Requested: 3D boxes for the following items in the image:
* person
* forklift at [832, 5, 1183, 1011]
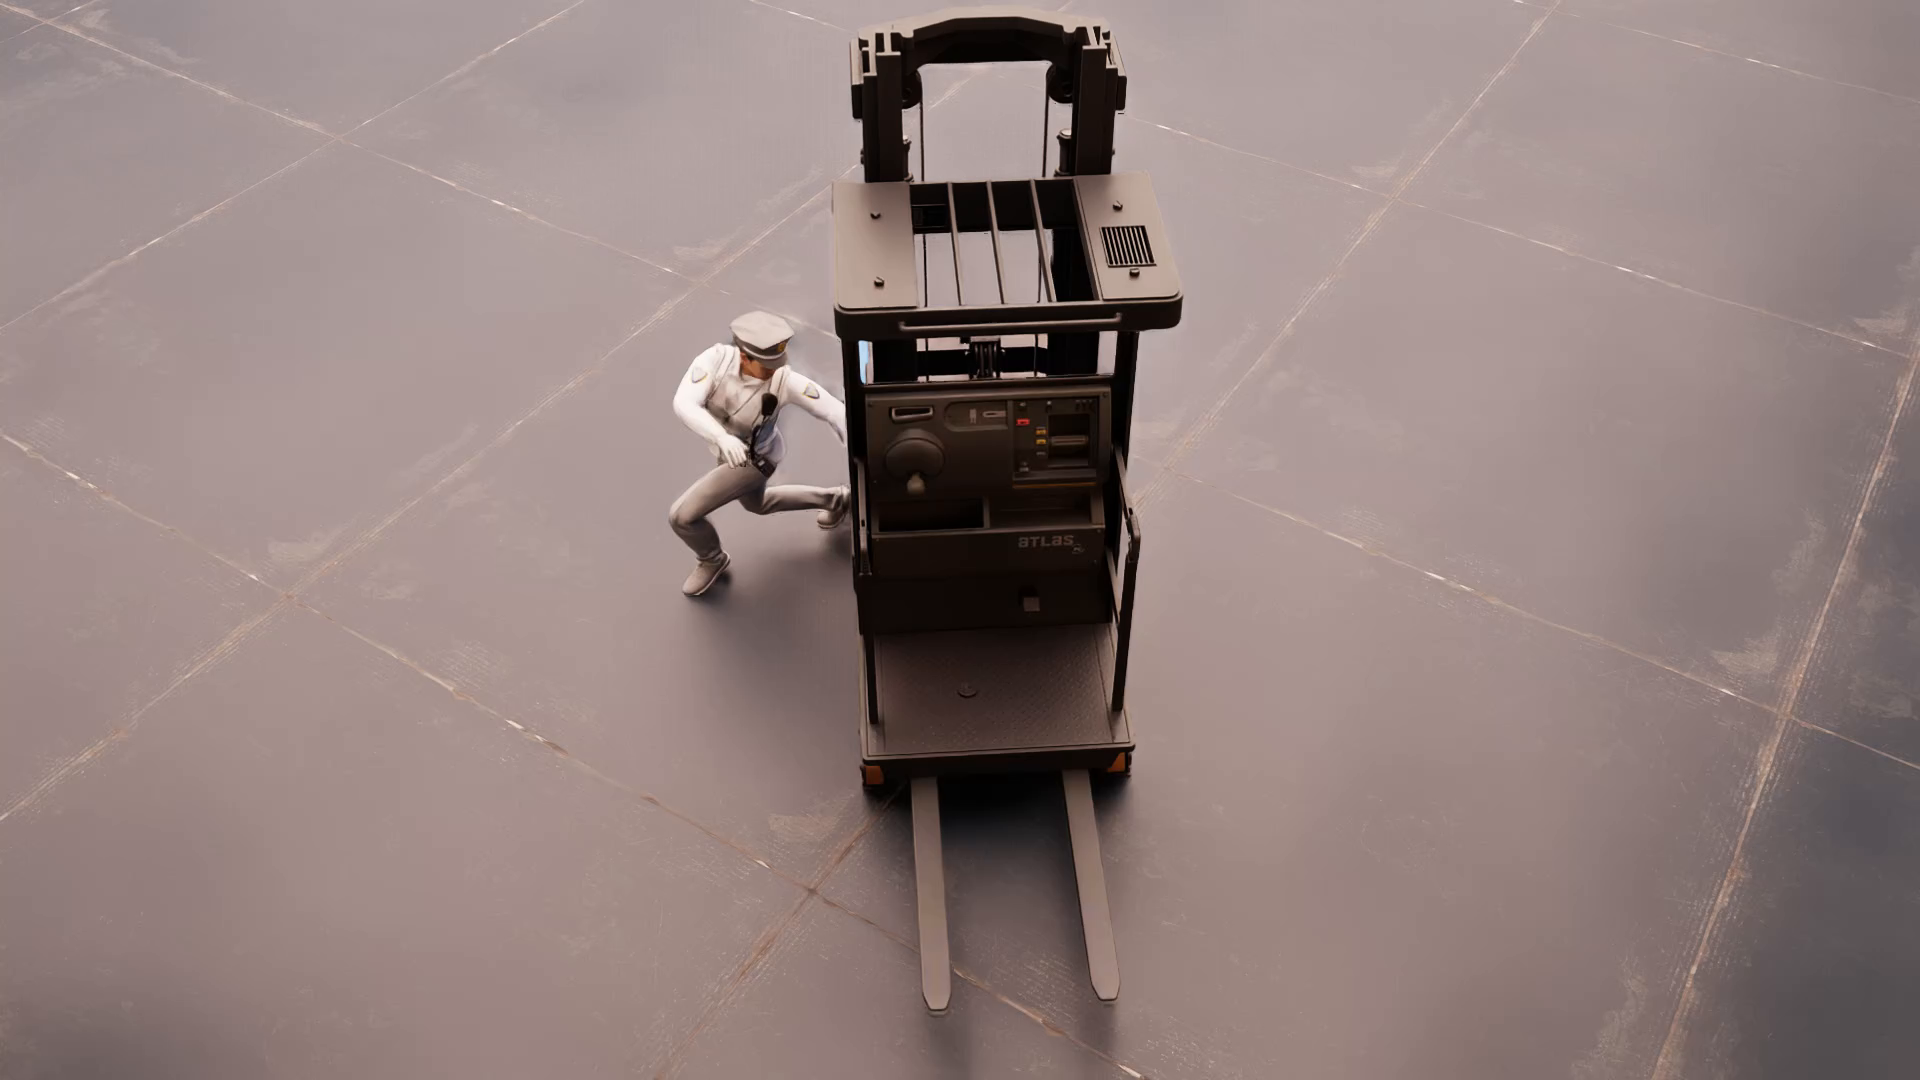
[{"bbox_3d":[-0.838,-0.363,7.363,0.917,1.439,0.670,-29,51,-27],"label":"person"},{"bbox_3d":[0.126,-0.288,6.153,1.130,2.935,3.031,-3,44,-3],"label":"forklift"}]
